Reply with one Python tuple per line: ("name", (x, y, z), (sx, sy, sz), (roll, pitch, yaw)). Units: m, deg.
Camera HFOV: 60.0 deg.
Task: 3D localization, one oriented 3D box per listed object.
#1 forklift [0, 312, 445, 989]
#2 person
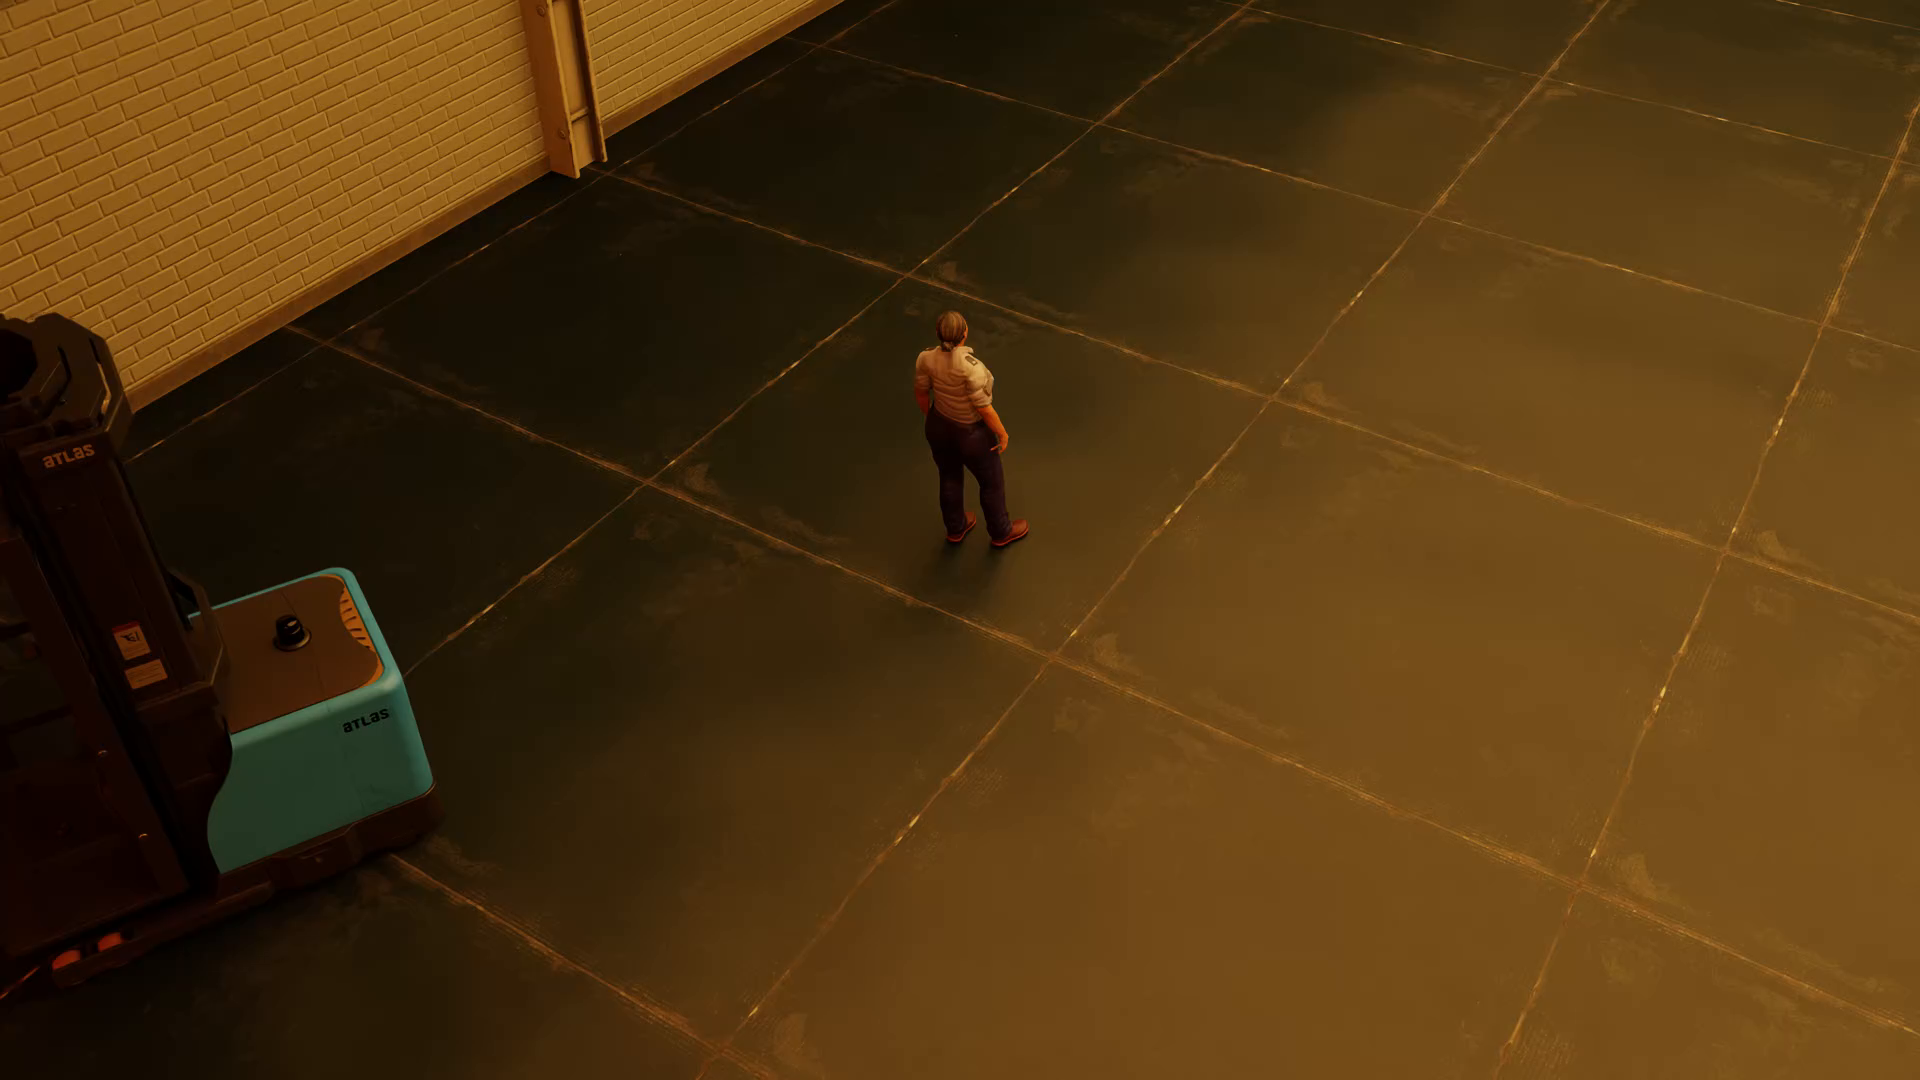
("forklift", (-4.155, 0.569, 7.295), (3.031, 2.935, 1.130), (-21, 45, -23))
("person", (0.068, -0.675, 9.745), (0.598, 1.651, 0.502), (22, 45, 24))
